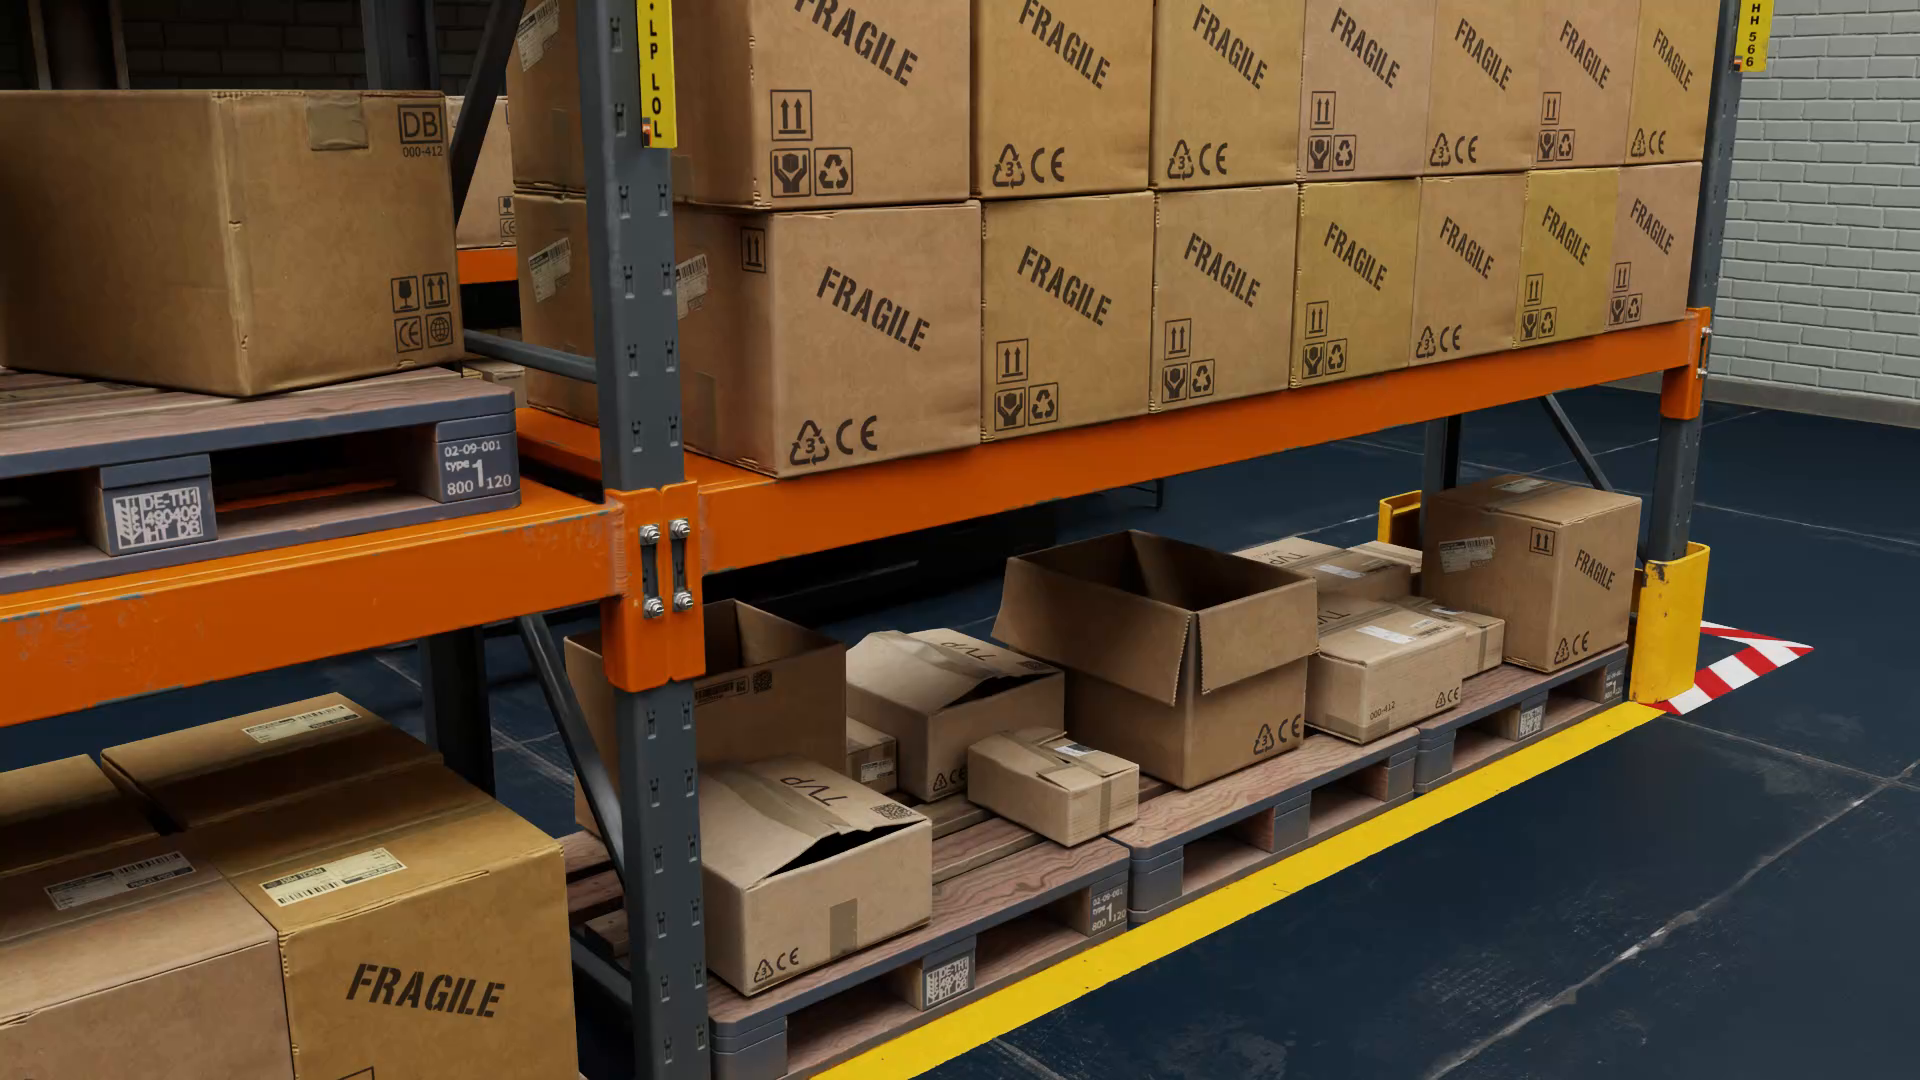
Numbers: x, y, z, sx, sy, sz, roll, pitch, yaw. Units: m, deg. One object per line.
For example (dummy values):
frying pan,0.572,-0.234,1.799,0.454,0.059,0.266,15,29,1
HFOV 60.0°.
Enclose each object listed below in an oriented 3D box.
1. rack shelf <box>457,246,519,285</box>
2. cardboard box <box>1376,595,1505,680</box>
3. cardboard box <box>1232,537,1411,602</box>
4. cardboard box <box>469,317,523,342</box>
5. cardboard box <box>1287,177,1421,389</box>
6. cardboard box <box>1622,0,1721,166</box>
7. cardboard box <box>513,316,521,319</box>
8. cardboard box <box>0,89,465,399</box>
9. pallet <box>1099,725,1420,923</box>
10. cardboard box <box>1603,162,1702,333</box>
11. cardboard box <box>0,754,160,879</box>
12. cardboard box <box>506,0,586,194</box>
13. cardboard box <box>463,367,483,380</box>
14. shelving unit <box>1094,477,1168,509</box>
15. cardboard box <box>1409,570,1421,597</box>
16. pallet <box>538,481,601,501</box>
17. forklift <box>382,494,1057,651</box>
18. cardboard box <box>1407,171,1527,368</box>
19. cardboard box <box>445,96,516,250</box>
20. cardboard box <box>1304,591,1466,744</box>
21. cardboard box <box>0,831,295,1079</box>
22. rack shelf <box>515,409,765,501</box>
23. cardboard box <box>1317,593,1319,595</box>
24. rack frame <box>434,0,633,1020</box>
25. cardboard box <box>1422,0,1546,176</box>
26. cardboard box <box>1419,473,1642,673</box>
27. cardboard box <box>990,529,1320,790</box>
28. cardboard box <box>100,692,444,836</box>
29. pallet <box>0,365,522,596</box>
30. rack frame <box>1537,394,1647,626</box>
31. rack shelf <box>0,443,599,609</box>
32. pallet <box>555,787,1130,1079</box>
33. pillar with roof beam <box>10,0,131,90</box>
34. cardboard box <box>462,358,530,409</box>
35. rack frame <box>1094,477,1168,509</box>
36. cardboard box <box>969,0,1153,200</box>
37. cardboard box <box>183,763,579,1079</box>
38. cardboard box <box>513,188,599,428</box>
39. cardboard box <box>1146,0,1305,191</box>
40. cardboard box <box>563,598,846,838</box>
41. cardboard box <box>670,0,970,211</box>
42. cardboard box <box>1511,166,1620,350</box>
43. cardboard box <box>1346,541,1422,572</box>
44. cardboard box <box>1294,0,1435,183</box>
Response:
rack shelf,-2.615,-1.317,8.261,4.000,0.370,1.077,-13,19,-39
cardboard box,1.536,0.308,5.422,0.250,0.166,0.380,-13,19,-39
cardboard box,1.175,0.198,5.672,0.500,0.250,0.500,-13,19,-39
cardboard box,-2.367,-1.062,8.688,0.250,0.149,0.380,-12,19,-39
cardboard box,0.840,-0.702,4.370,0.500,0.500,0.500,-13,20,-40
cardboard box,1.994,-1.442,5.204,0.500,0.500,0.500,-13,20,-40
cardboard box,-2.176,-1.106,8.849,0.250,0.149,0.380,-12,19,-39
cardboard box,-1.373,-0.576,3.087,0.700,0.500,0.500,8,17,28
pallet,0.571,0.662,4.864,1.213,0.211,1.003,-13,19,-39
cardboard box,1.990,-0.959,5.333,0.500,0.500,0.500,-12,19,-38
cardboard box,-1.789,0.760,3.082,0.500,0.500,0.500,-12,19,-39
cardboard box,-0.657,-1.029,3.659,0.500,0.500,0.500,-13,19,-39
cardboard box,-2.722,-0.598,8.208,0.500,0.500,0.700,-12,19,-38
shelving unit,0.482,-0.658,8.034,1.048,1.125,0.538,-13,20,-40
cardboard box,1.419,0.163,5.964,0.250,0.166,0.380,-13,19,-39
pallet,-2.578,-0.300,8.463,1.213,0.211,1.003,-13,19,-39
forklift,-1.001,-1.164,6.427,3.031,2.935,1.130,-13,20,-40
cardboard box,1.221,-0.787,4.689,0.500,0.500,0.500,-12,19,-39
cardboard box,-2.607,-1.807,8.121,0.700,0.700,0.980,-14,20,-42
cardboard box,1.164,0.372,5.022,0.500,0.250,0.500,-13,19,-39
cardboard box,-1.431,0.855,2.729,0.500,0.500,0.500,-13,19,-39
rack shelf,0.640,-0.447,4.628,3.809,0.124,0.919,-13,19,-39
cardboard box,0.798,0.283,5.355,0.500,0.250,0.500,-13,19,-39
rack frame,-0.871,-0.362,3.294,0.053,2.616,0.949,-13,19,-39
cardboard box,1.225,-1.267,4.551,0.500,0.500,0.500,-12,19,-38
cardboard box,1.900,0.096,5.570,0.500,0.500,0.500,-13,19,-39
cardboard box,0.545,0.312,4.753,0.637,0.503,0.797,-13,19,-39
cardboard box,-1.394,0.668,3.429,0.500,0.500,0.500,-14,20,-42
pallet,-1.543,-0.155,2.890,1.213,0.211,1.003,-13,19,-39
rack frame,2.147,-1.040,5.831,0.053,2.616,0.949,-13,19,-39
rack shelf,-2.377,0.196,2.082,3.809,0.052,0.919,-13,19,-39
pallet,-0.350,0.869,4.087,1.213,0.211,1.003,-13,19,-39
pillar with roof beam,-1.337,-3.673,4.063,0.400,9.000,9.100,-13,19,-39
cardboard box,-2.325,-0.690,8.551,0.500,0.500,0.700,-13,20,-41
rack frame,0.859,-0.746,8.364,0.032,1.125,0.500,-13,20,-40
cardboard box,0.060,-1.006,3.571,0.500,0.500,0.500,-13,20,-41
cardboard box,-1.053,0.773,3.036,0.500,0.500,0.500,-13,20,-40
cardboard box,-0.660,-0.545,3.783,0.500,0.500,0.500,-12,19,-38
cardboard box,0.448,-1.093,3.897,0.500,0.500,0.500,-13,20,-41
cardboard box,-0.625,0.482,4.126,0.500,0.500,0.500,-13,19,-39
cardboard box,-0.329,-0.918,3.244,0.500,0.500,0.500,-12,19,-38
cardboard box,1.601,-0.870,5.002,0.500,0.500,0.500,-12,19,-39
cardboard box,1.607,0.129,6.125,0.250,0.149,0.380,-13,19,-39
cardboard box,0.837,-1.180,4.225,0.500,0.500,0.500,-12,19,-38
